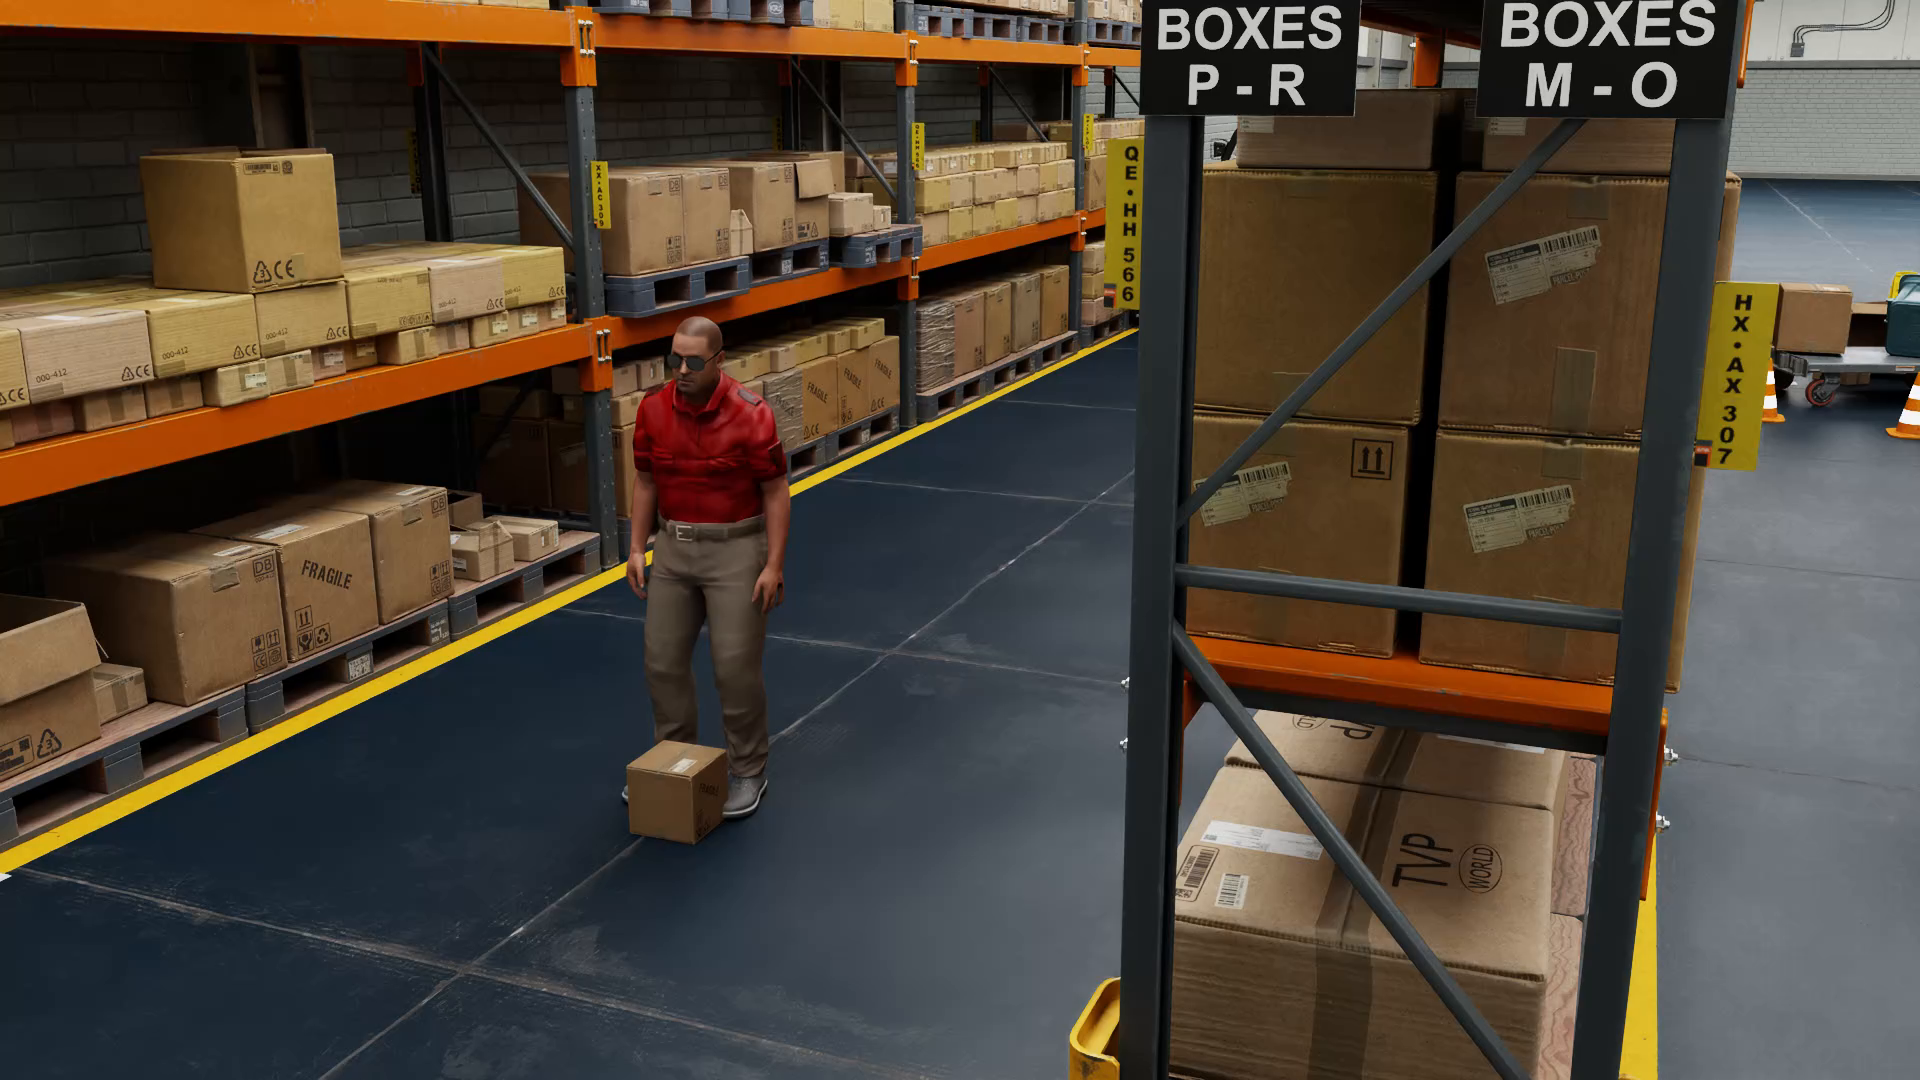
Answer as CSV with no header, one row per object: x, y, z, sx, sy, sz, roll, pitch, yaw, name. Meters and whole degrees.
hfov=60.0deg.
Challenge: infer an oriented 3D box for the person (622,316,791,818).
-0.879,0.083,5.744,0.601,1.726,0.393,5,16,17,person
